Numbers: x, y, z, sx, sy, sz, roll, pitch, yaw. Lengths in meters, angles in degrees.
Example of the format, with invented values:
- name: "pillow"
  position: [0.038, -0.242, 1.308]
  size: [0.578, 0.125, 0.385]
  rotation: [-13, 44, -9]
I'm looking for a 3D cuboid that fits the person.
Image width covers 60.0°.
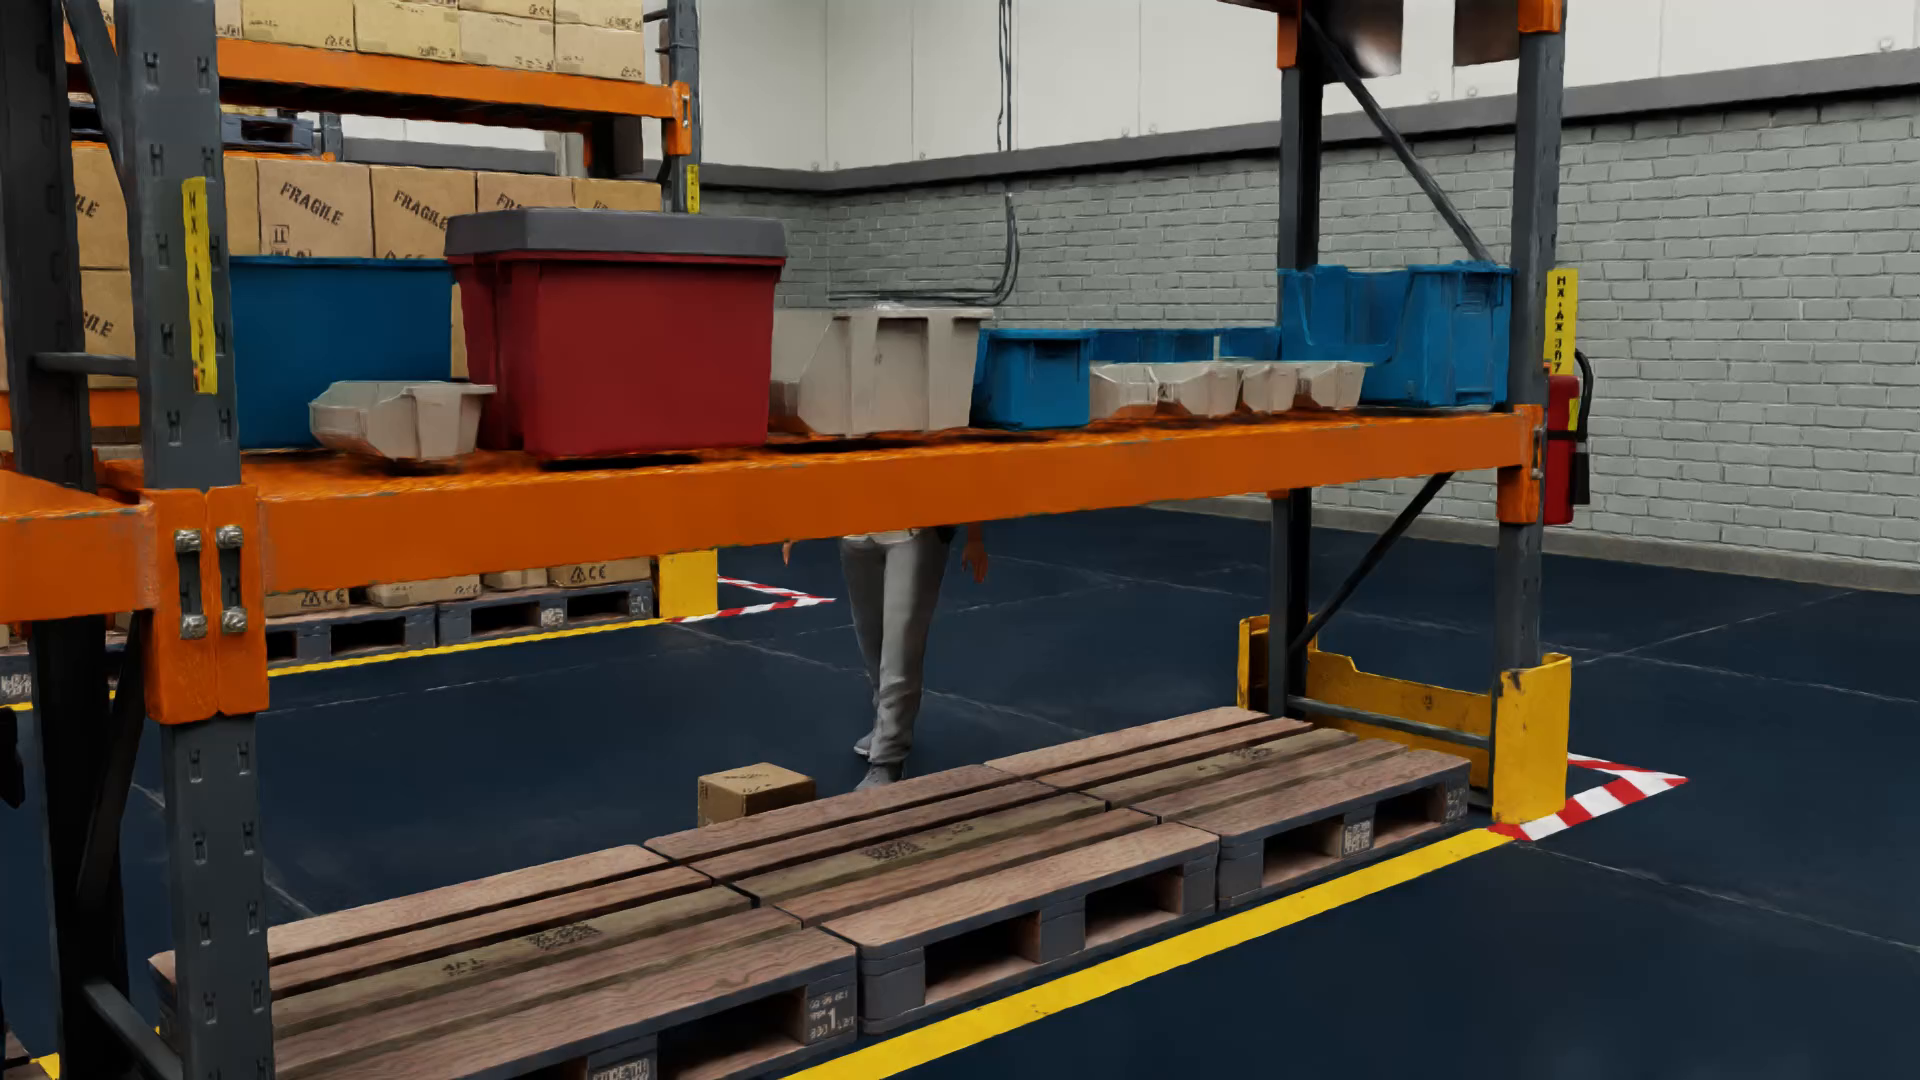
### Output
- name: "person"
  position: [-0.250, 0.006, 5.708]
  size: [0.604, 1.644, 0.826]
  rotation: [3, 8, 24]
